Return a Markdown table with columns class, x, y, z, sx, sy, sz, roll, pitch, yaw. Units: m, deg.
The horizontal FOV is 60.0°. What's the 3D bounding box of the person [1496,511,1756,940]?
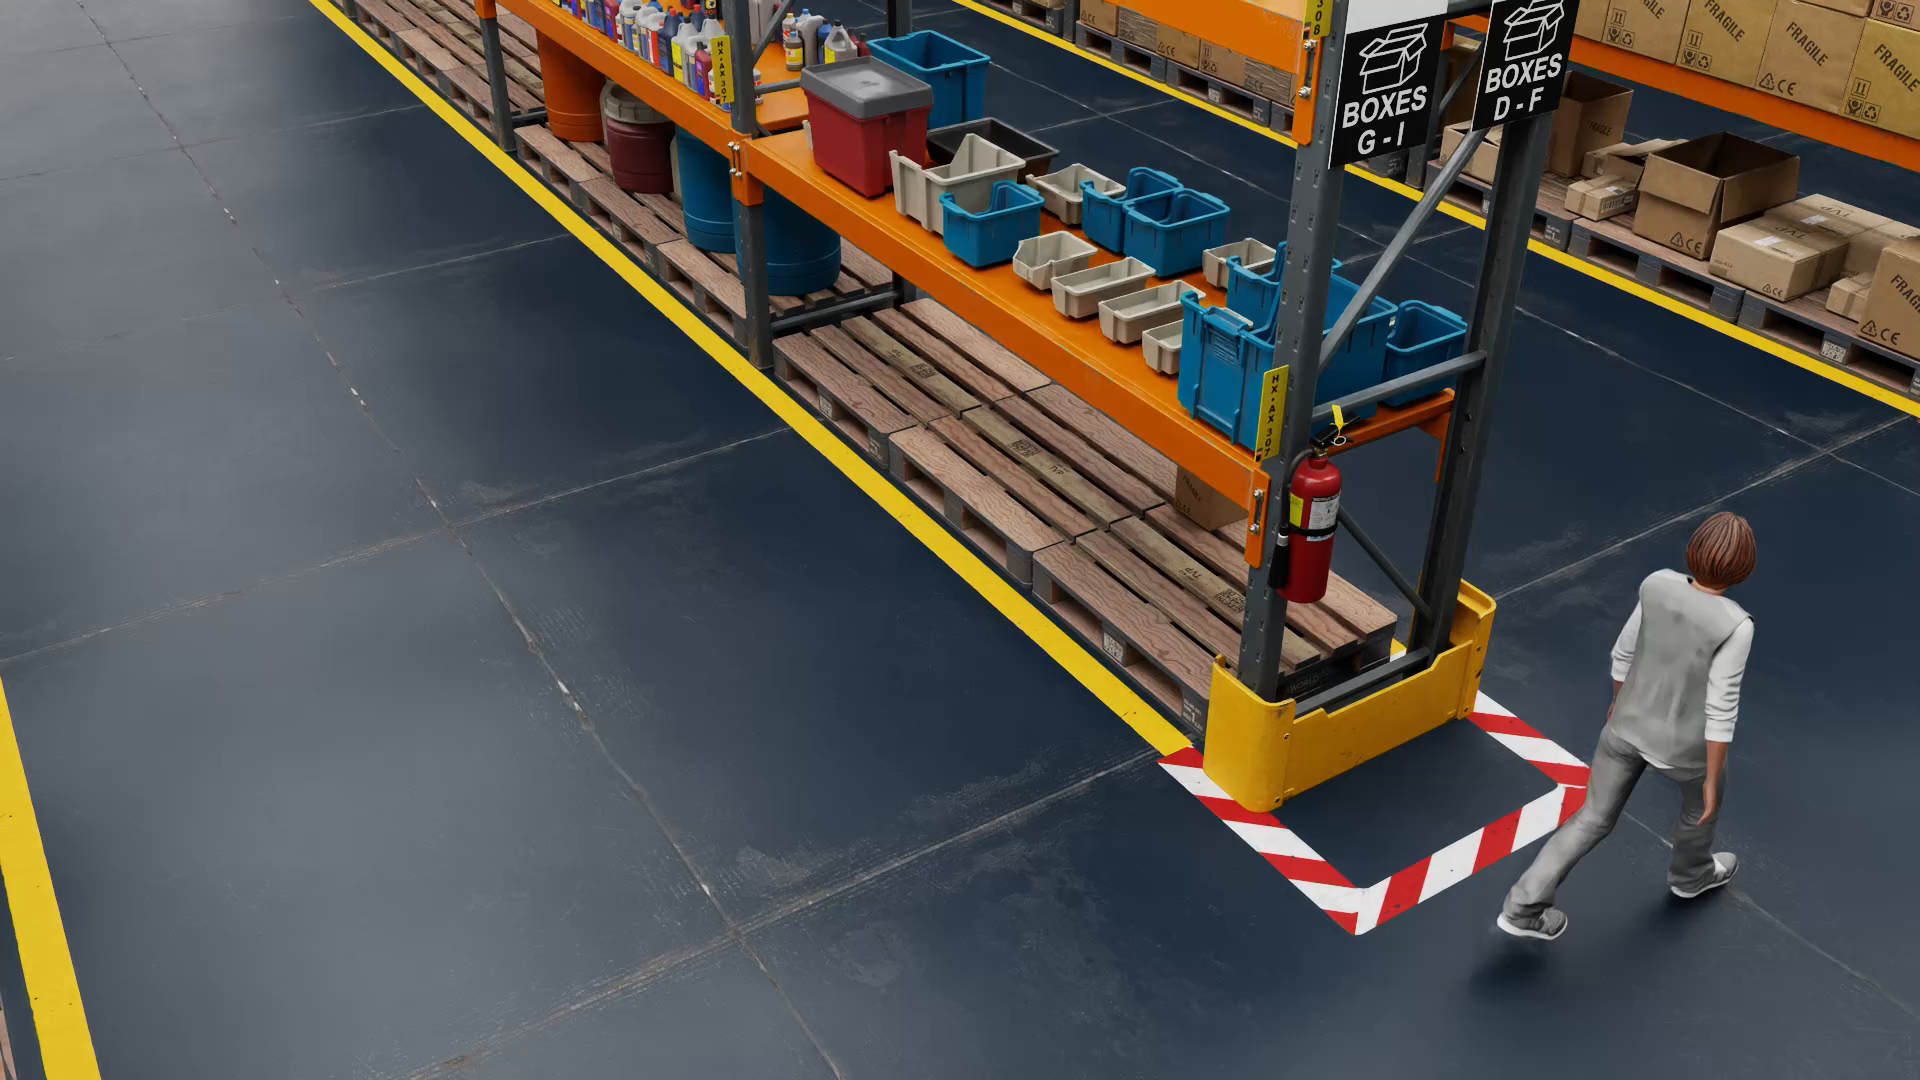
| class | x | y | z | sx | sy | sz | roll | pitch | yaw |
| --- | --- | --- | --- | --- | --- | --- | --- | --- | --- |
| person | 2.215 | 0.620 | 5.221 | 0.999 | 1.529 | 0.508 | -22 | 39 | -30 |
